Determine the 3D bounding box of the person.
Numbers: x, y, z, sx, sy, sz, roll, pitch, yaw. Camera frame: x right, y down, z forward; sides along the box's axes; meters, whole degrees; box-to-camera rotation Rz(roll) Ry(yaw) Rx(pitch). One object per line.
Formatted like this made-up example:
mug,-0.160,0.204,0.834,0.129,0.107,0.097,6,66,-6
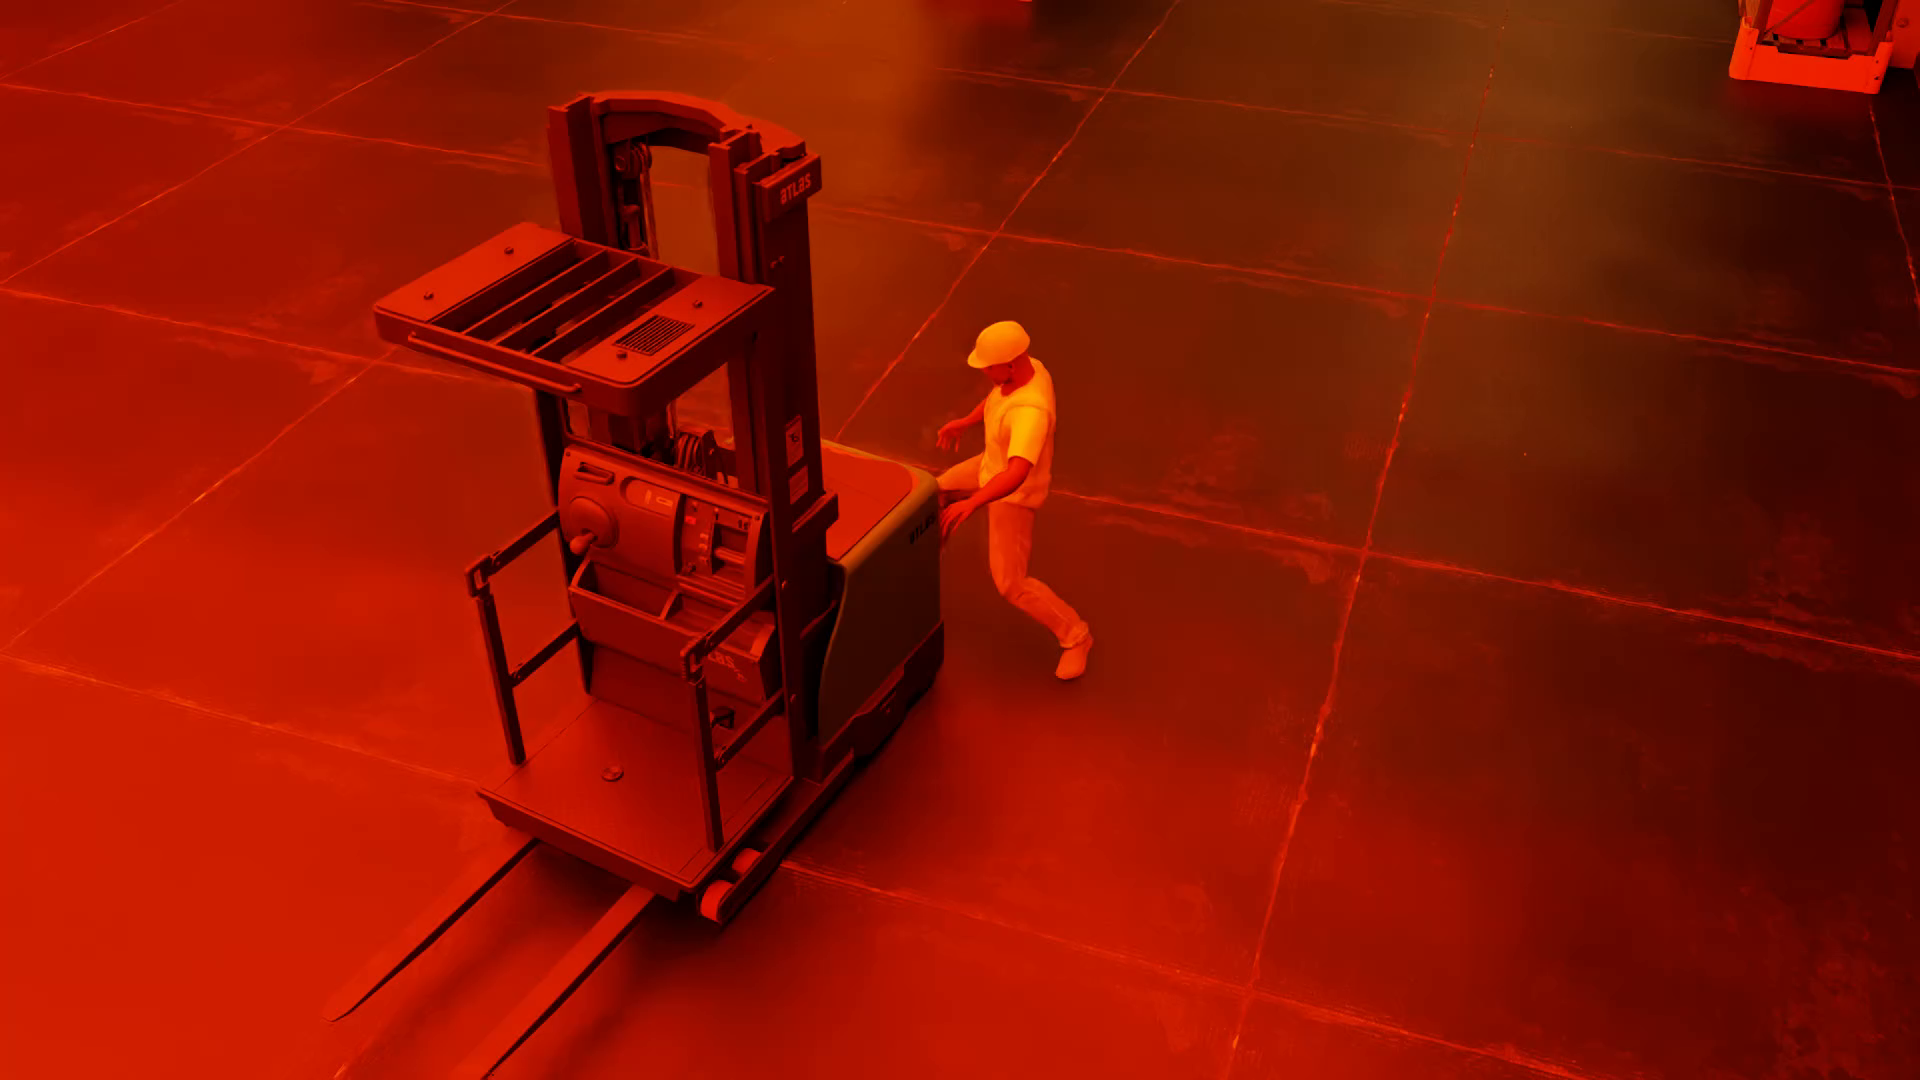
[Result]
person,0.132,-0.273,7.694,0.970,1.604,1.055,-2,35,-3

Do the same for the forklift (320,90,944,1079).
forklift,-1.235,0.001,6.110,1.130,2.935,3.031,18,39,24
